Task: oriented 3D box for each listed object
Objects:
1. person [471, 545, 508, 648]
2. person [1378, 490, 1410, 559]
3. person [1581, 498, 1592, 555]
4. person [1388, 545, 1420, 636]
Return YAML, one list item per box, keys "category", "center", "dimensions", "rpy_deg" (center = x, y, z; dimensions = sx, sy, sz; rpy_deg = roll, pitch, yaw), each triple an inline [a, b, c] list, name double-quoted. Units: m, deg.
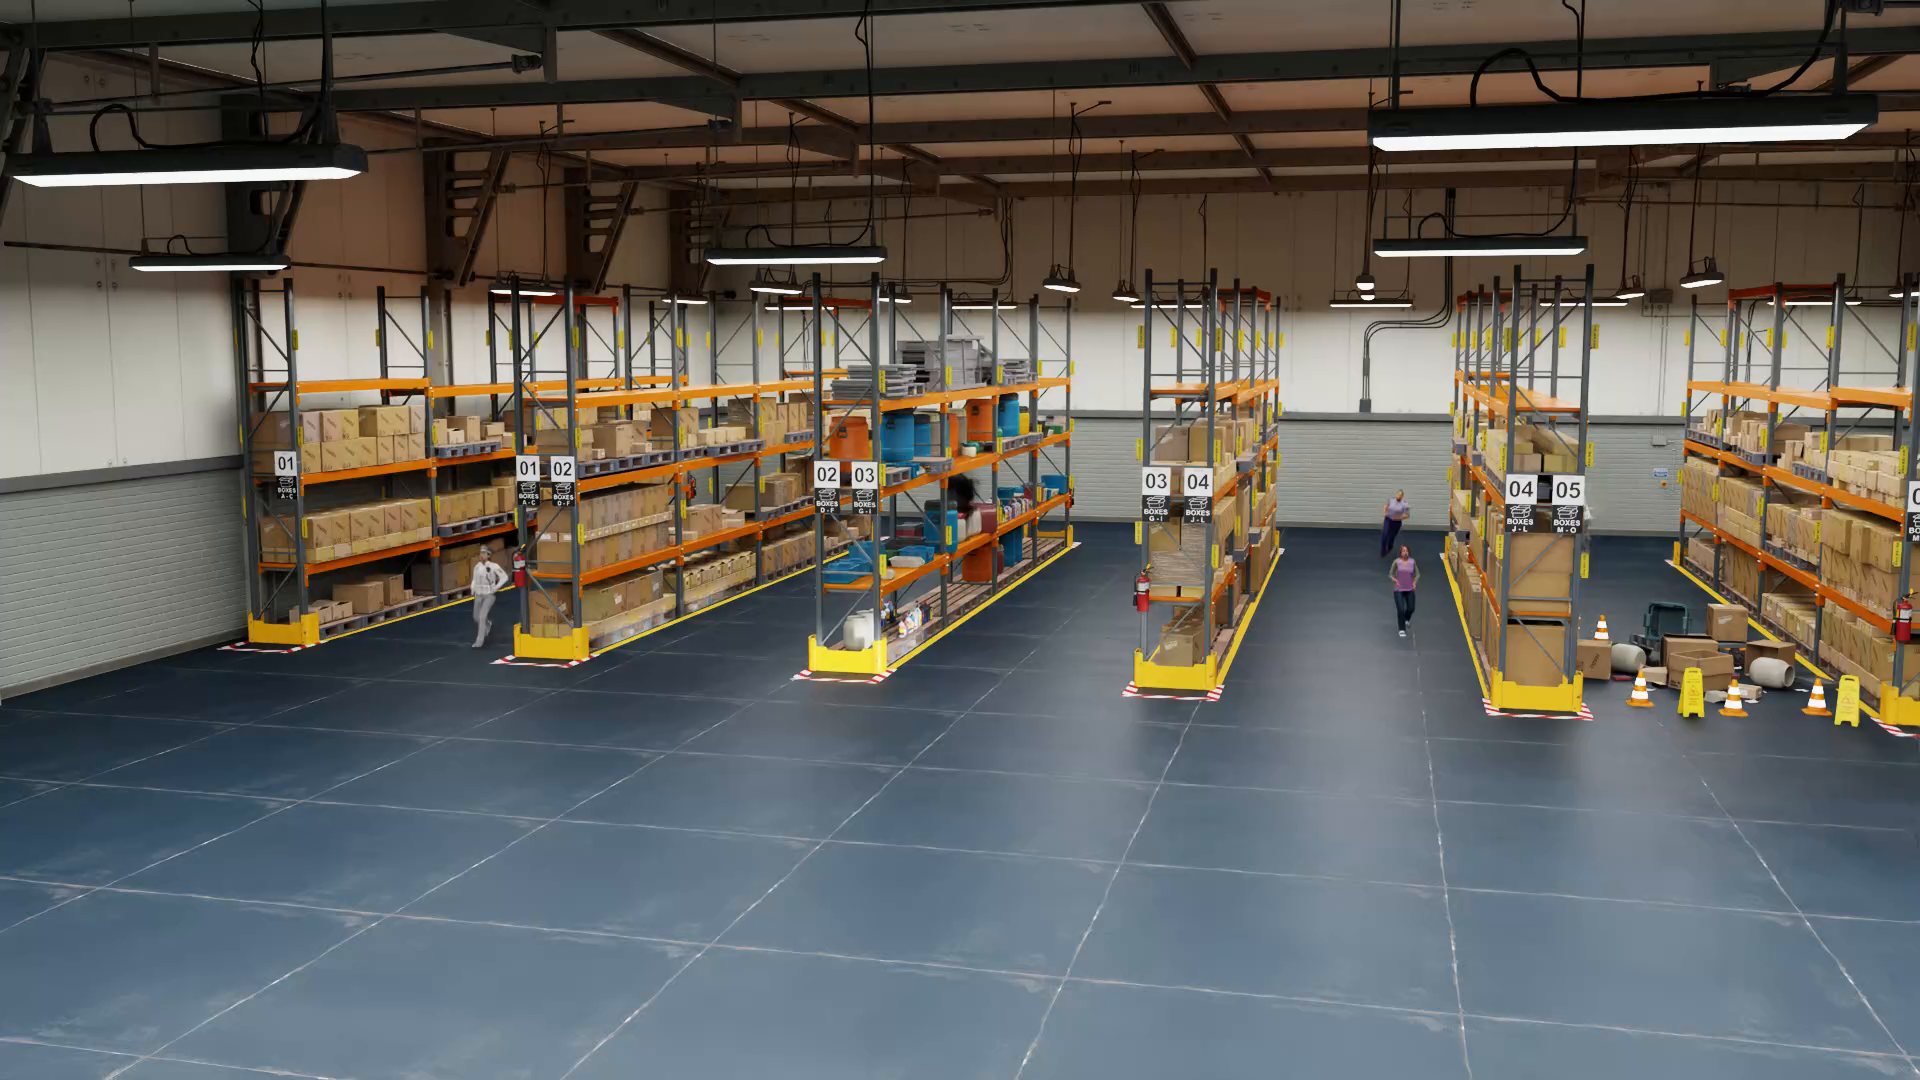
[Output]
- category: "person"
  center: [-7.827, 0.913, 27.382]
  dimensions: [0.625, 1.642, 0.724]
  rpy_deg: [2, 7, 17]
- category: "person"
  center: [10.079, -0.363, 38.452]
  dimensions: [0.640, 1.589, 0.745]
  rpy_deg: [4, 8, 30]
- category: "person"
  center: [14.429, -0.484, 38.838]
  dimensions: [0.707, 1.706, 0.646]
  rpy_deg: [1, 7, 5]
- category: "person"
  center: [7.522, 0.865, 28.157]
  dimensions: [0.530, 1.542, 0.551]
  rpy_deg: [1, 7, 8]
